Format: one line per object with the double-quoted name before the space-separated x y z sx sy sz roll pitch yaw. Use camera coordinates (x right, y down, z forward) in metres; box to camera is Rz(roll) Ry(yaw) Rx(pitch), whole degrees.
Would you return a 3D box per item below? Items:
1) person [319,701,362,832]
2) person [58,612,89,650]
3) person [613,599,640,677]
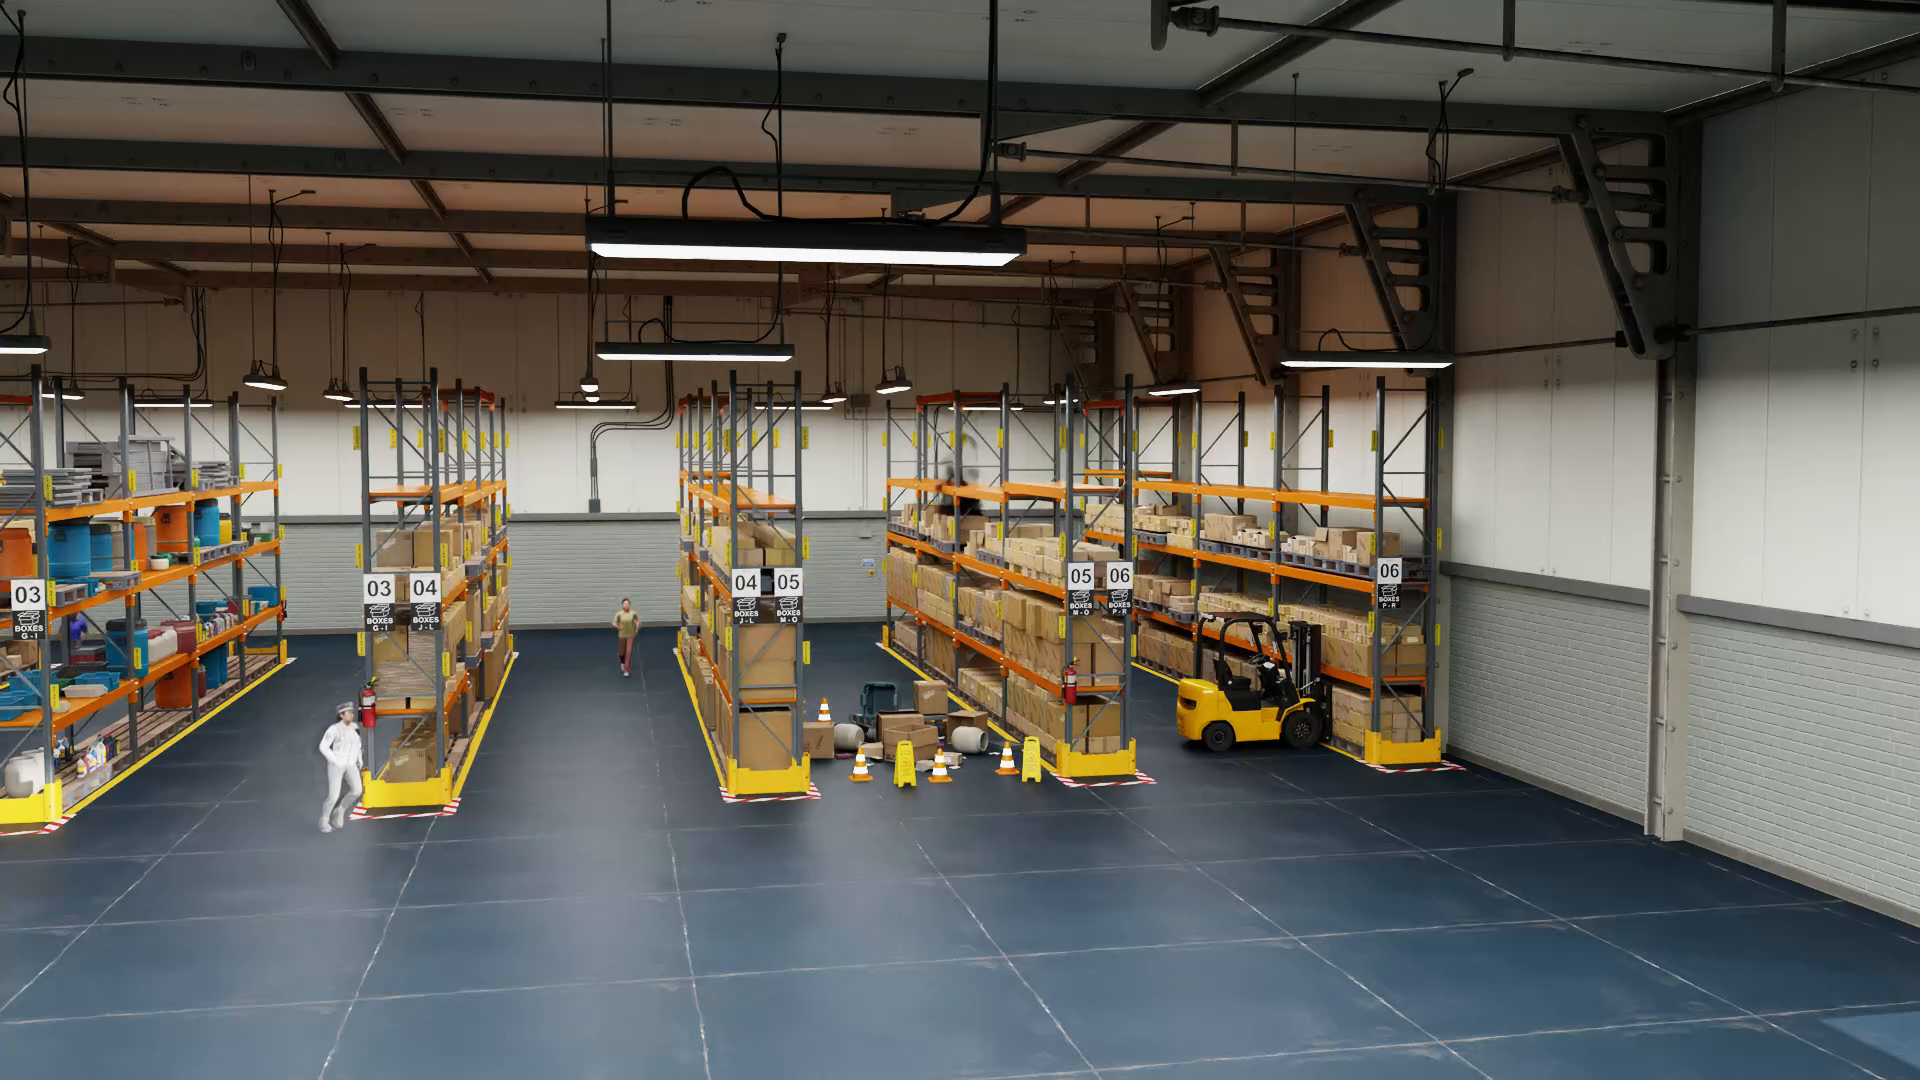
"person" -7.920 2.905 21.439 0.560 1.642 0.678 3 4 37
"person" -18.149 2.189 34.040 0.578 1.595 0.559 -1 4 -24
"person" -7.118 2.063 35.499 0.581 1.637 0.785 -1 3 -13
